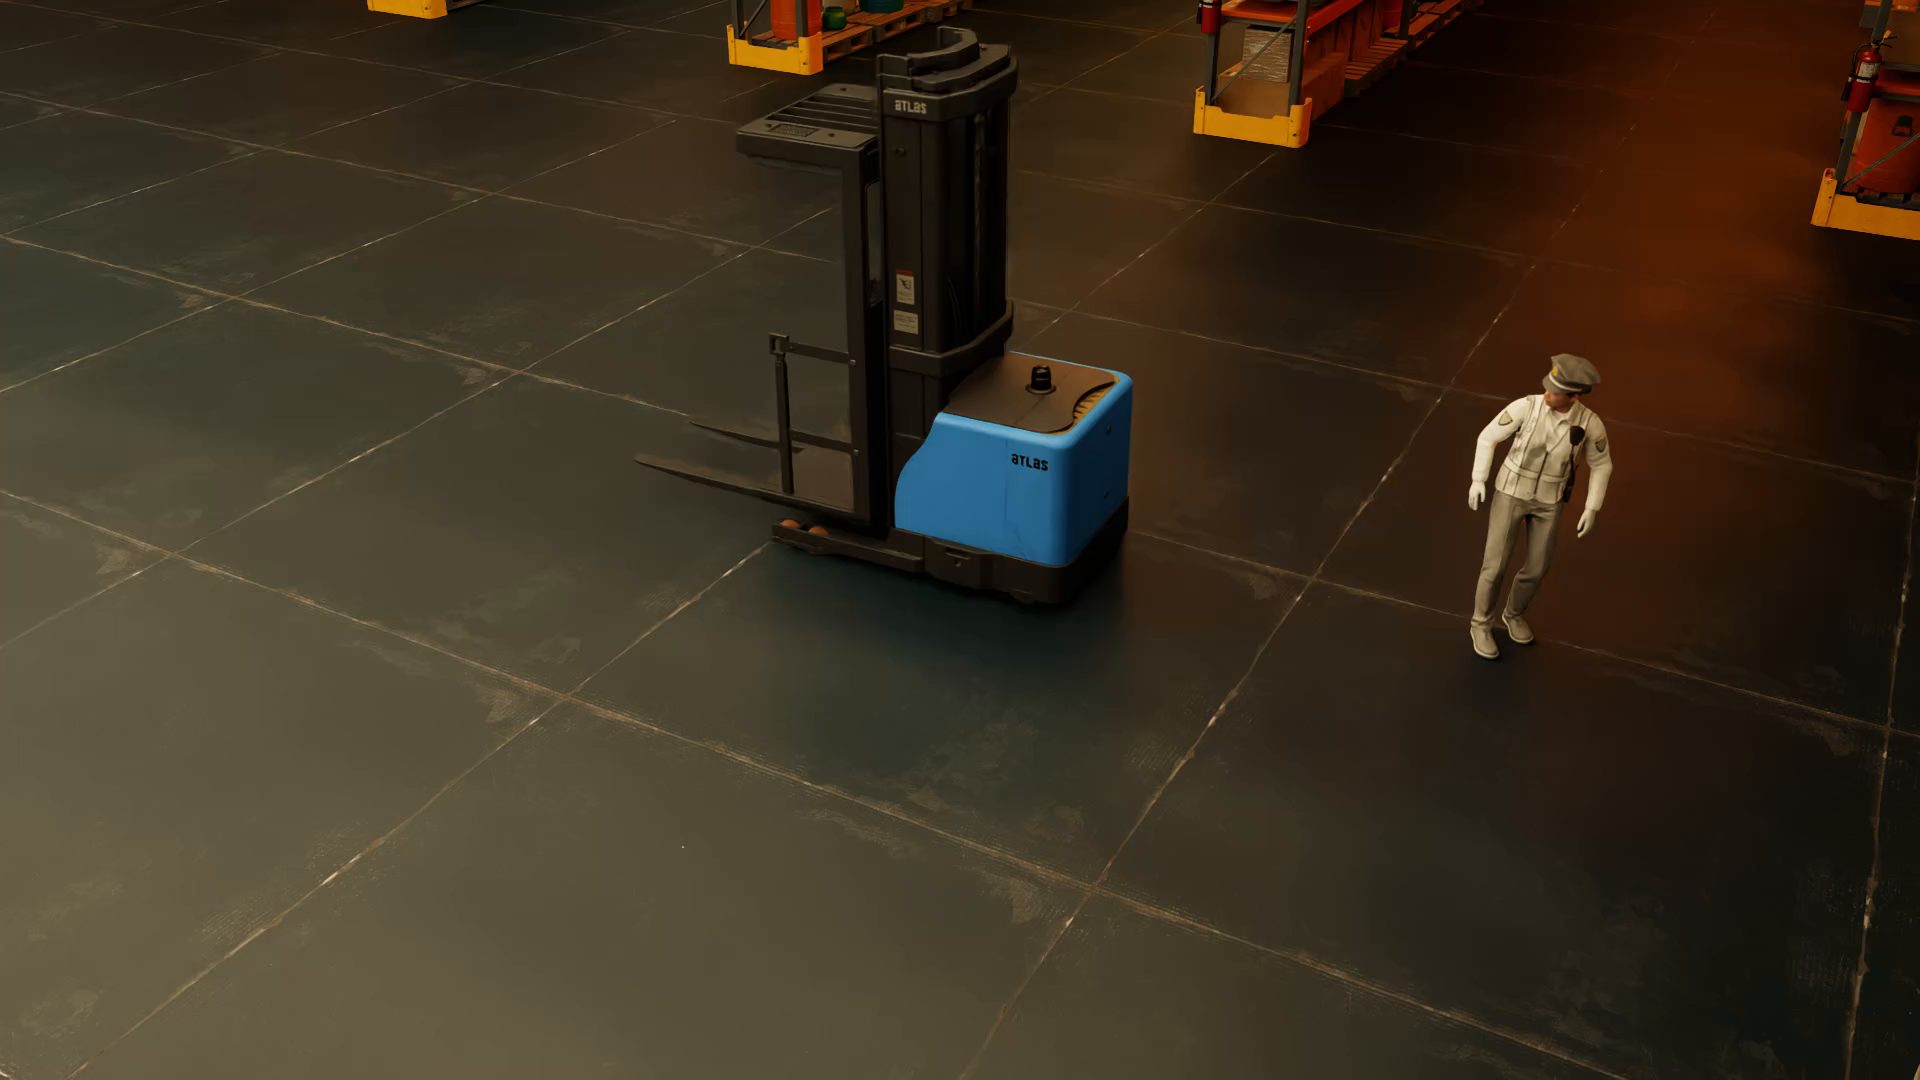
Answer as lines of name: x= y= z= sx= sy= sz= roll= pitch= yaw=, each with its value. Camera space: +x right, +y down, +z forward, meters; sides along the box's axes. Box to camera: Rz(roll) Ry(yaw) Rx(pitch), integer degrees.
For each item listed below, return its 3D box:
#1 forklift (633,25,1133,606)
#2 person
forklift: x=-0.553 y=-1.401 z=9.498 sx=3.031 sy=2.935 sz=1.130 roll=14 pitch=33 yaw=22
person: x=3.004 y=-0.170 z=8.649 sx=0.693 sy=1.654 sz=0.468 roll=5 pitch=30 yaw=8
